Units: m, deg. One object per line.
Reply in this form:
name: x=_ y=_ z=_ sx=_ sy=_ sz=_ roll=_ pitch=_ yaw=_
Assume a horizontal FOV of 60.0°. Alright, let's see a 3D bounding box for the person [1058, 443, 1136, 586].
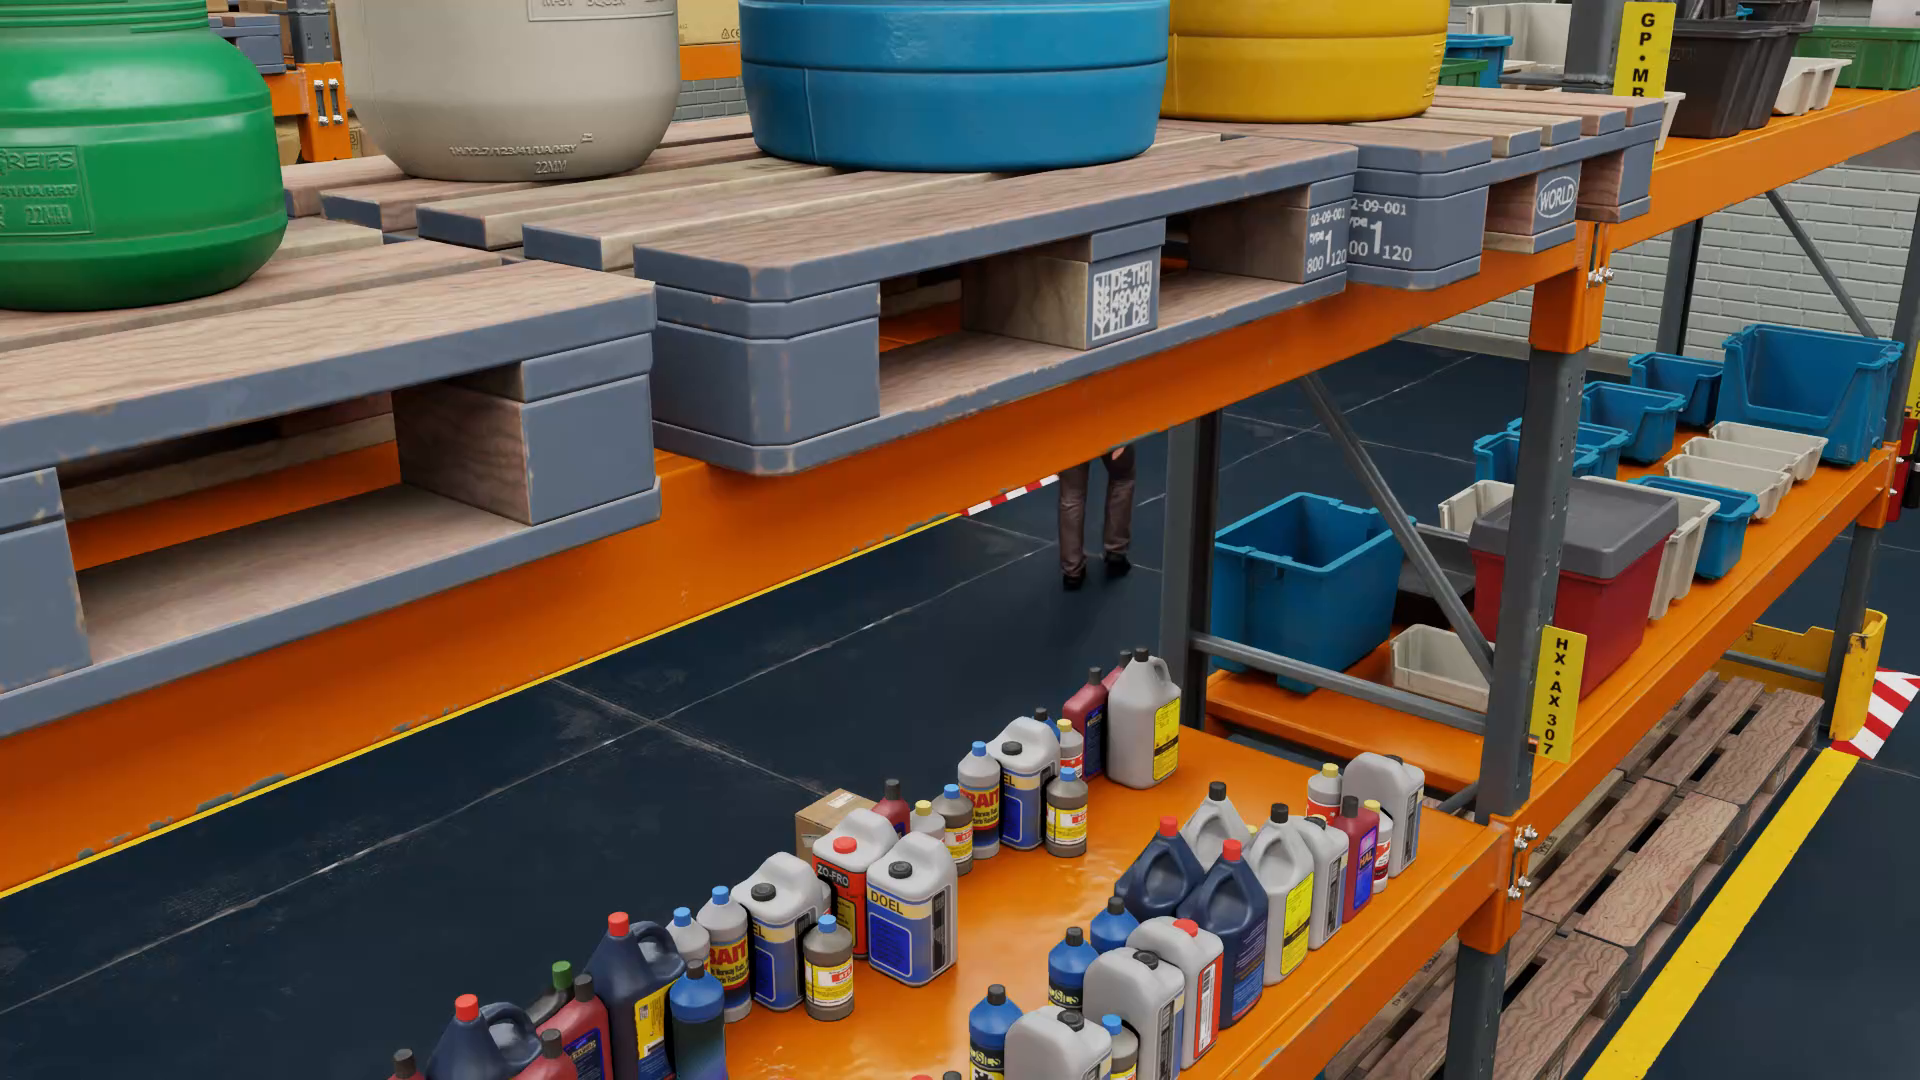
person: x=0.692 y=-0.594 z=8.784 sx=0.542 sy=1.786 sz=0.554 roll=6 pitch=21 yaw=16
